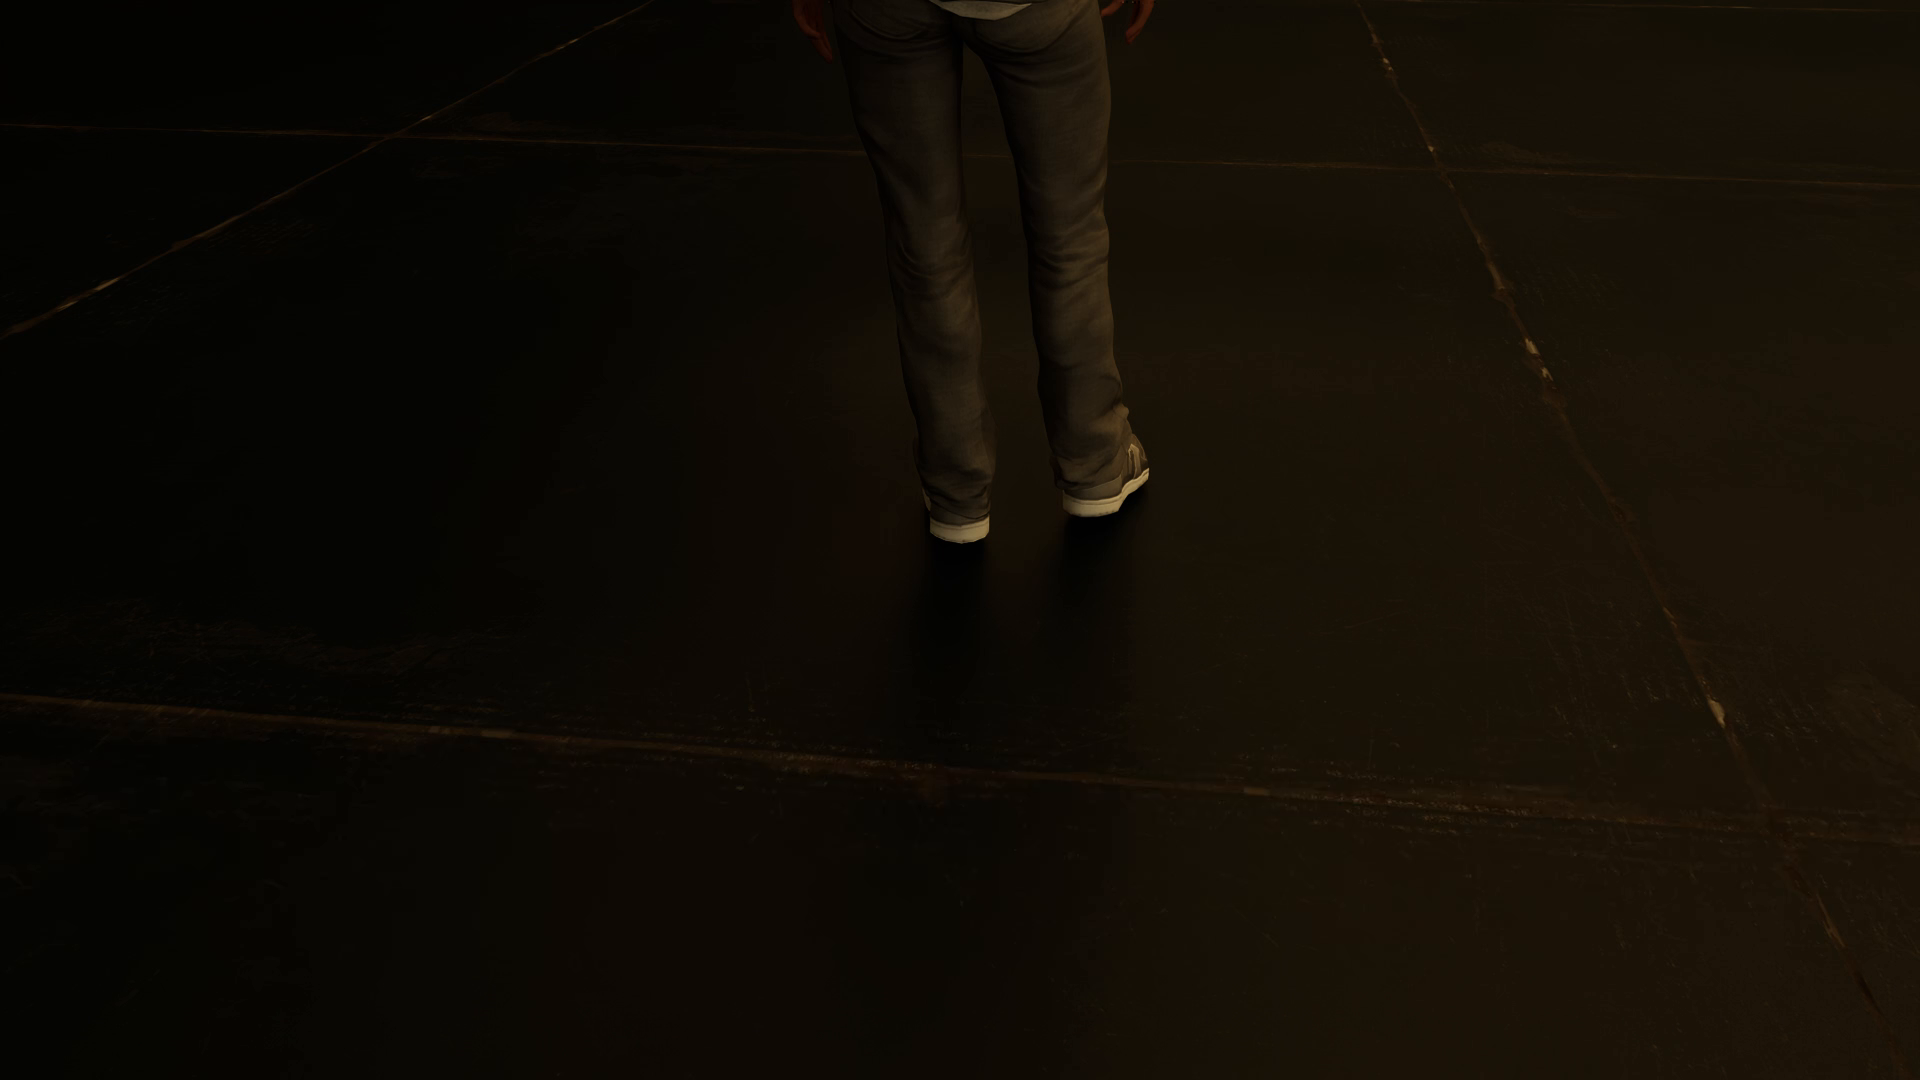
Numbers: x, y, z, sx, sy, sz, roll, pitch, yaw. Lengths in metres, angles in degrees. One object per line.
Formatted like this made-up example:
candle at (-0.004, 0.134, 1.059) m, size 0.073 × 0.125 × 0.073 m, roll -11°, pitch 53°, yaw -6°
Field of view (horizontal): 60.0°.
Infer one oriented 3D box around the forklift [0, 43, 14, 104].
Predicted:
forklift at (-4.325, -2.784, 4.798) m, size 3.031 × 2.935 × 1.130 m, roll 18°, pitch 32°, yaw 32°

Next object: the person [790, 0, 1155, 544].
person at (0.024, -0.754, 2.205) m, size 0.520 × 1.599 × 0.473 m, roll 3°, pitch 27°, yaw 7°
